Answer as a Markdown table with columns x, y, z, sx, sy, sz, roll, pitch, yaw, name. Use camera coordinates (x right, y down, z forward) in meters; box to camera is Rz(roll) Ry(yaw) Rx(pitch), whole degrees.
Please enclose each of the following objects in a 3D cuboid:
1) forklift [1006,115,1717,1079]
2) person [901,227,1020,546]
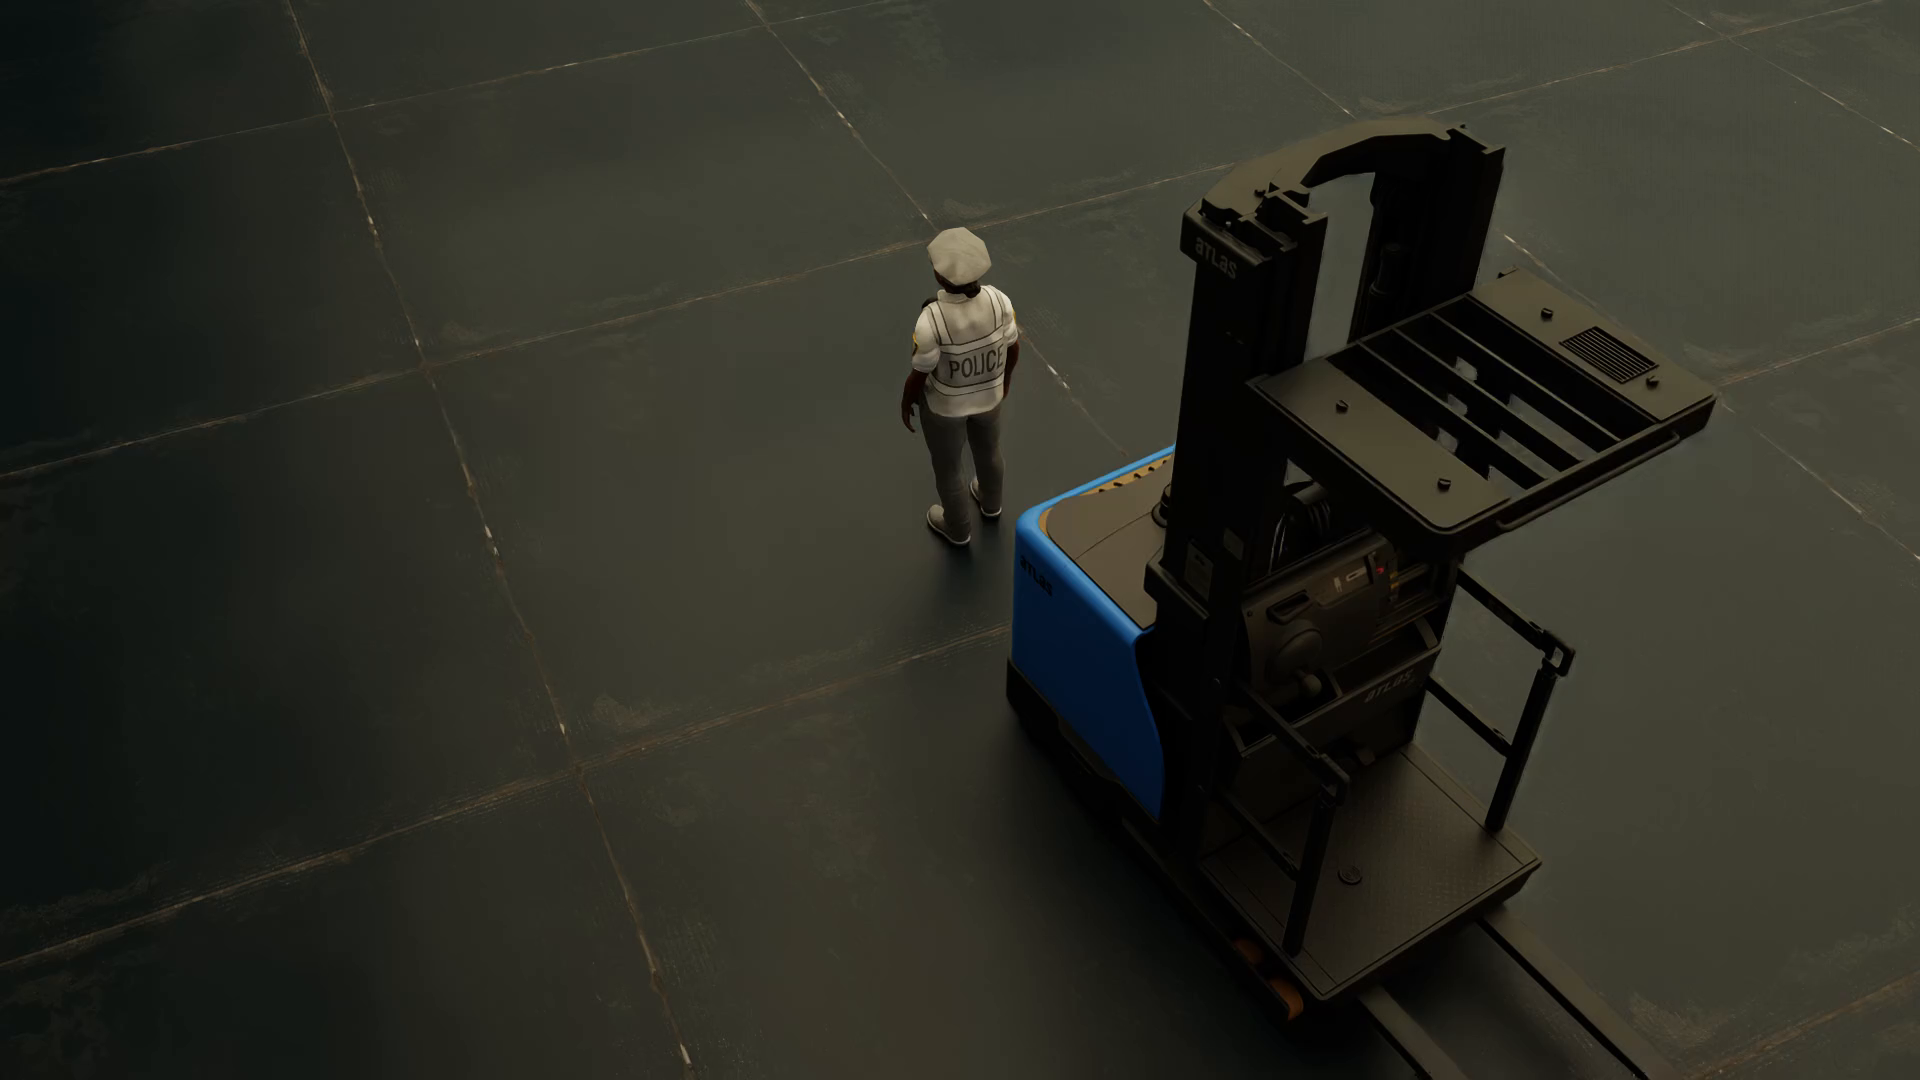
| x | y | z | sx | sy | sz | roll | pitch | yaw | name |
| --- | --- | --- | --- | --- | --- | --- | --- | --- | --- |
| 1.418 | 0.282 | 5.378 | 1.130 | 2.935 | 3.031 | -24 | 48 | -23 | forklift |
| -0.014 | -0.677 | 7.301 | 0.570 | 1.695 | 0.530 | -18 | 46 | -18 | person |
